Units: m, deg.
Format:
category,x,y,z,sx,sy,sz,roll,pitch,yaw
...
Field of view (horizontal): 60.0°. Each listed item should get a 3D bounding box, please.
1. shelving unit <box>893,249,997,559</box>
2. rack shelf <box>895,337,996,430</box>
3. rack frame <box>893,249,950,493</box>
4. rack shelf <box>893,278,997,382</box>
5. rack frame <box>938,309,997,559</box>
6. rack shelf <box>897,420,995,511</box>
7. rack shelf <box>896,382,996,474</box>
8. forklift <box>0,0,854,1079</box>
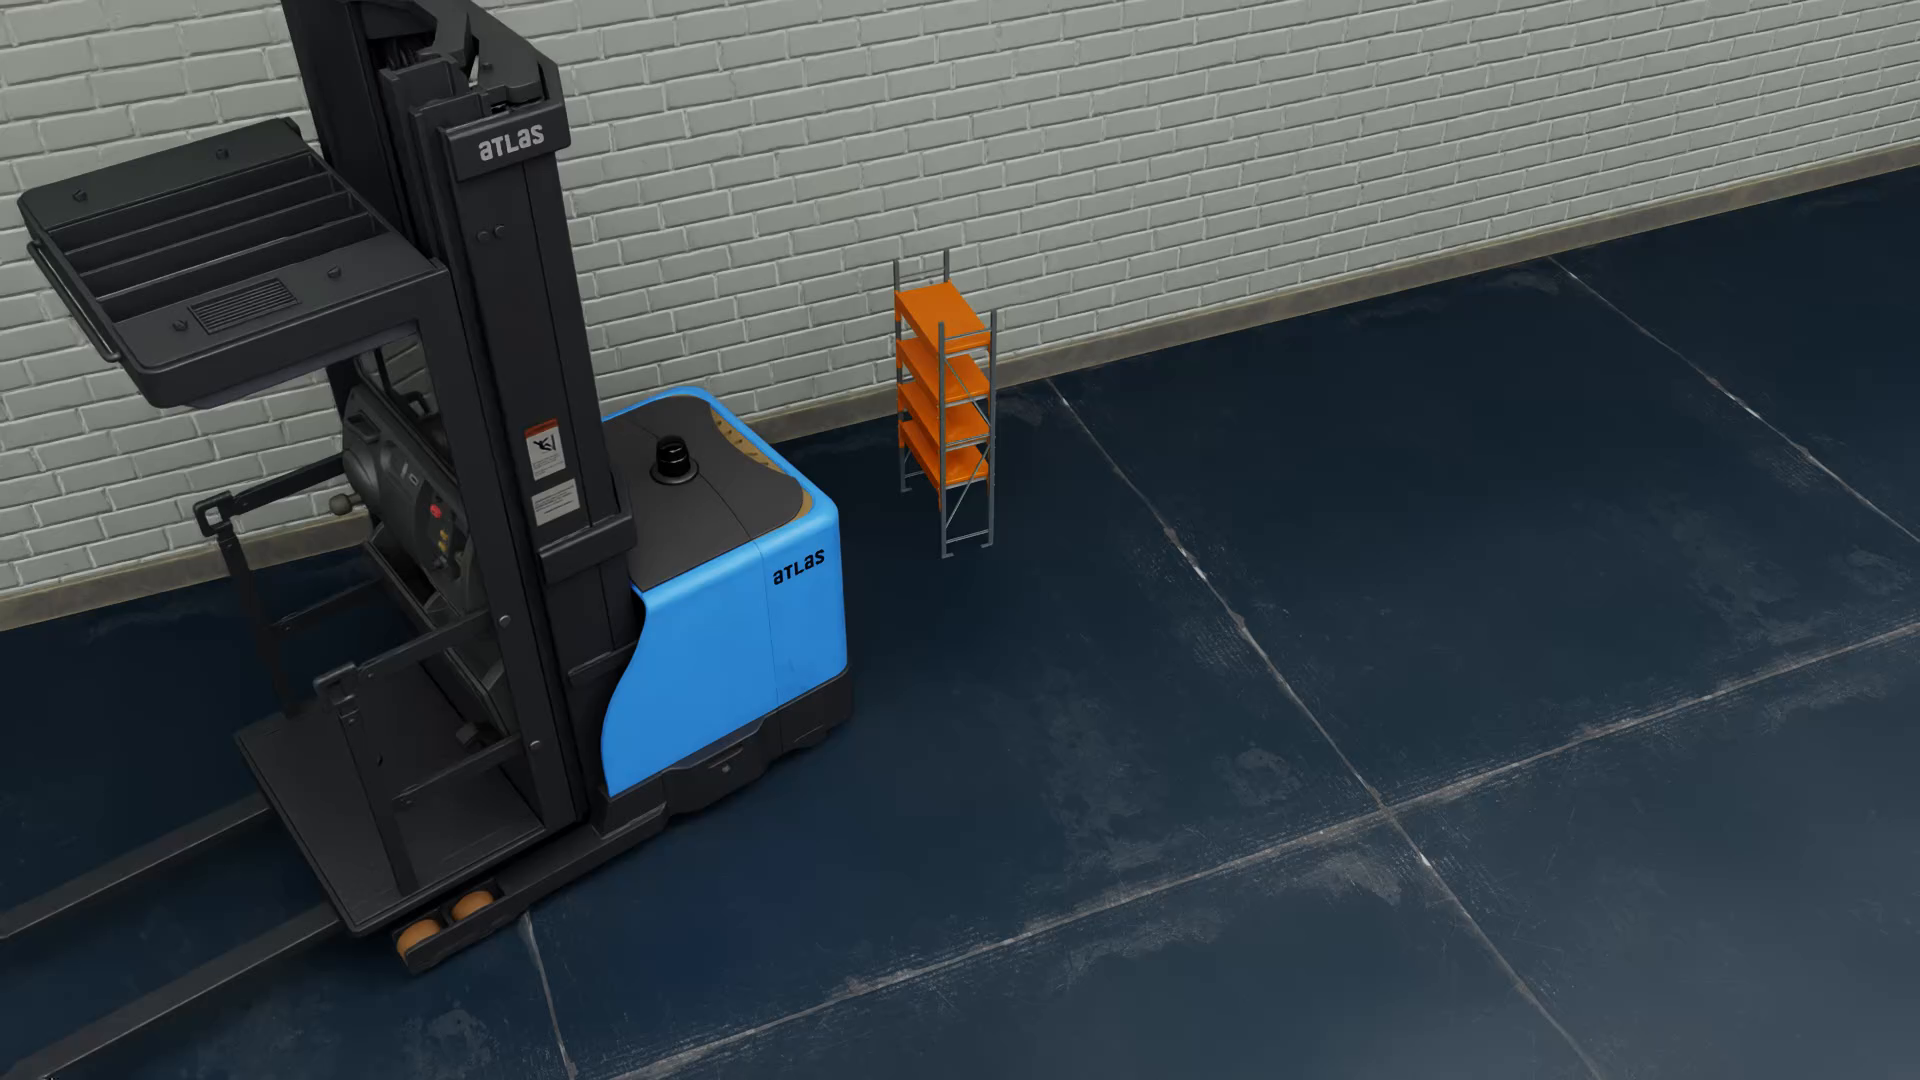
category,x,y,z,sx,sy,sz,roll,pitch,yaw
shelving unit,-0.063,-0.555,6.975,0.258,1.200,0.503,-15,43,-17
rack shelf,-0.063,-0.673,6.873,0.258,0.148,0.480,-15,43,-17
rack frame,-0.157,-0.702,7.146,0.240,1.200,0.015,-15,43,-17
rack shelf,-0.063,-0.853,6.719,0.258,0.148,0.480,-15,43,-17
rack frame,0.030,-0.408,6.804,0.240,1.200,0.015,-15,43,-17
rack shelf,-0.063,-0.353,7.148,0.258,0.148,0.480,-15,43,-17
rack shelf,-0.063,-0.504,7.019,0.258,0.148,0.480,-15,43,-17
forklift,-1.879,-0.066,5.079,3.031,2.935,1.130,-27,48,-28
